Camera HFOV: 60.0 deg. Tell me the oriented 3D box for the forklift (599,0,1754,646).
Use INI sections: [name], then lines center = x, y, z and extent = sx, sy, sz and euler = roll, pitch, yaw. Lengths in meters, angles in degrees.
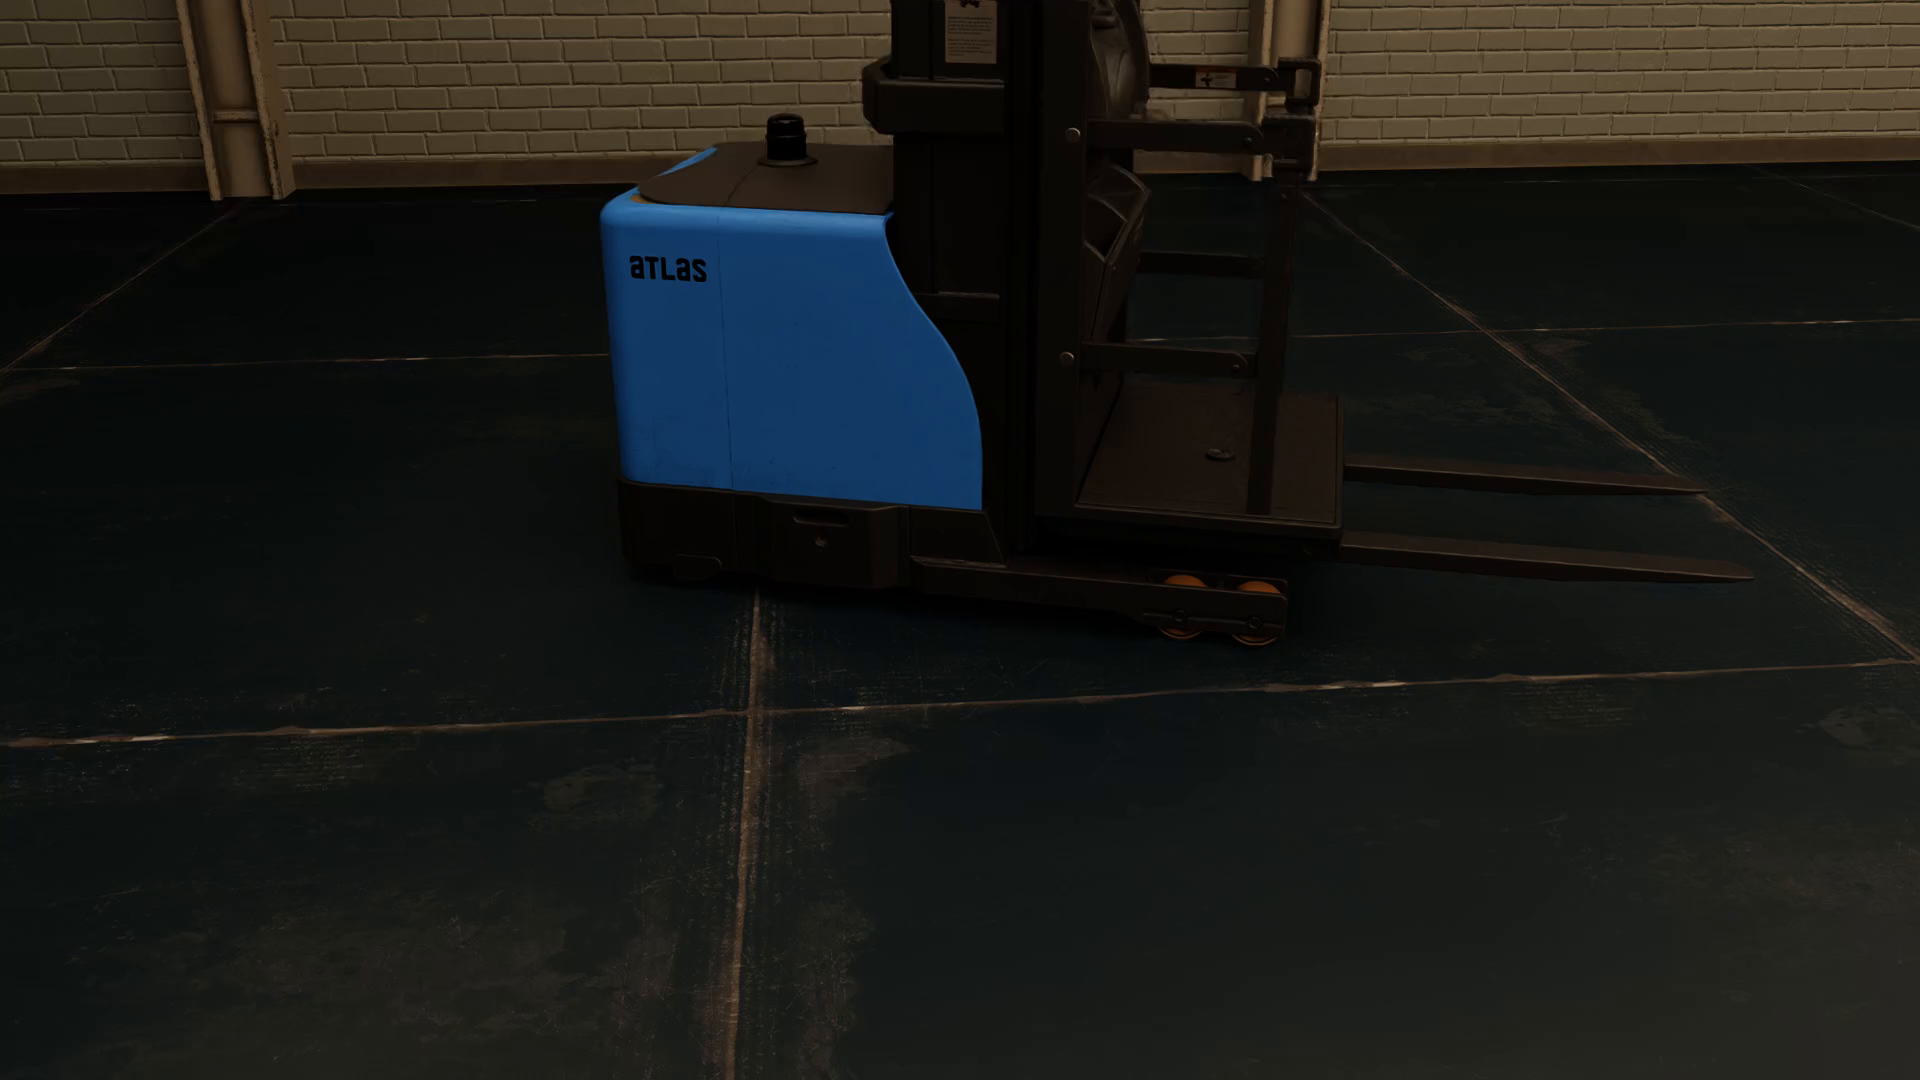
[forklift]
center = 0.606, -1.298, 4.310
extent = 3.031, 2.935, 1.130
euler = 5, 24, 11
